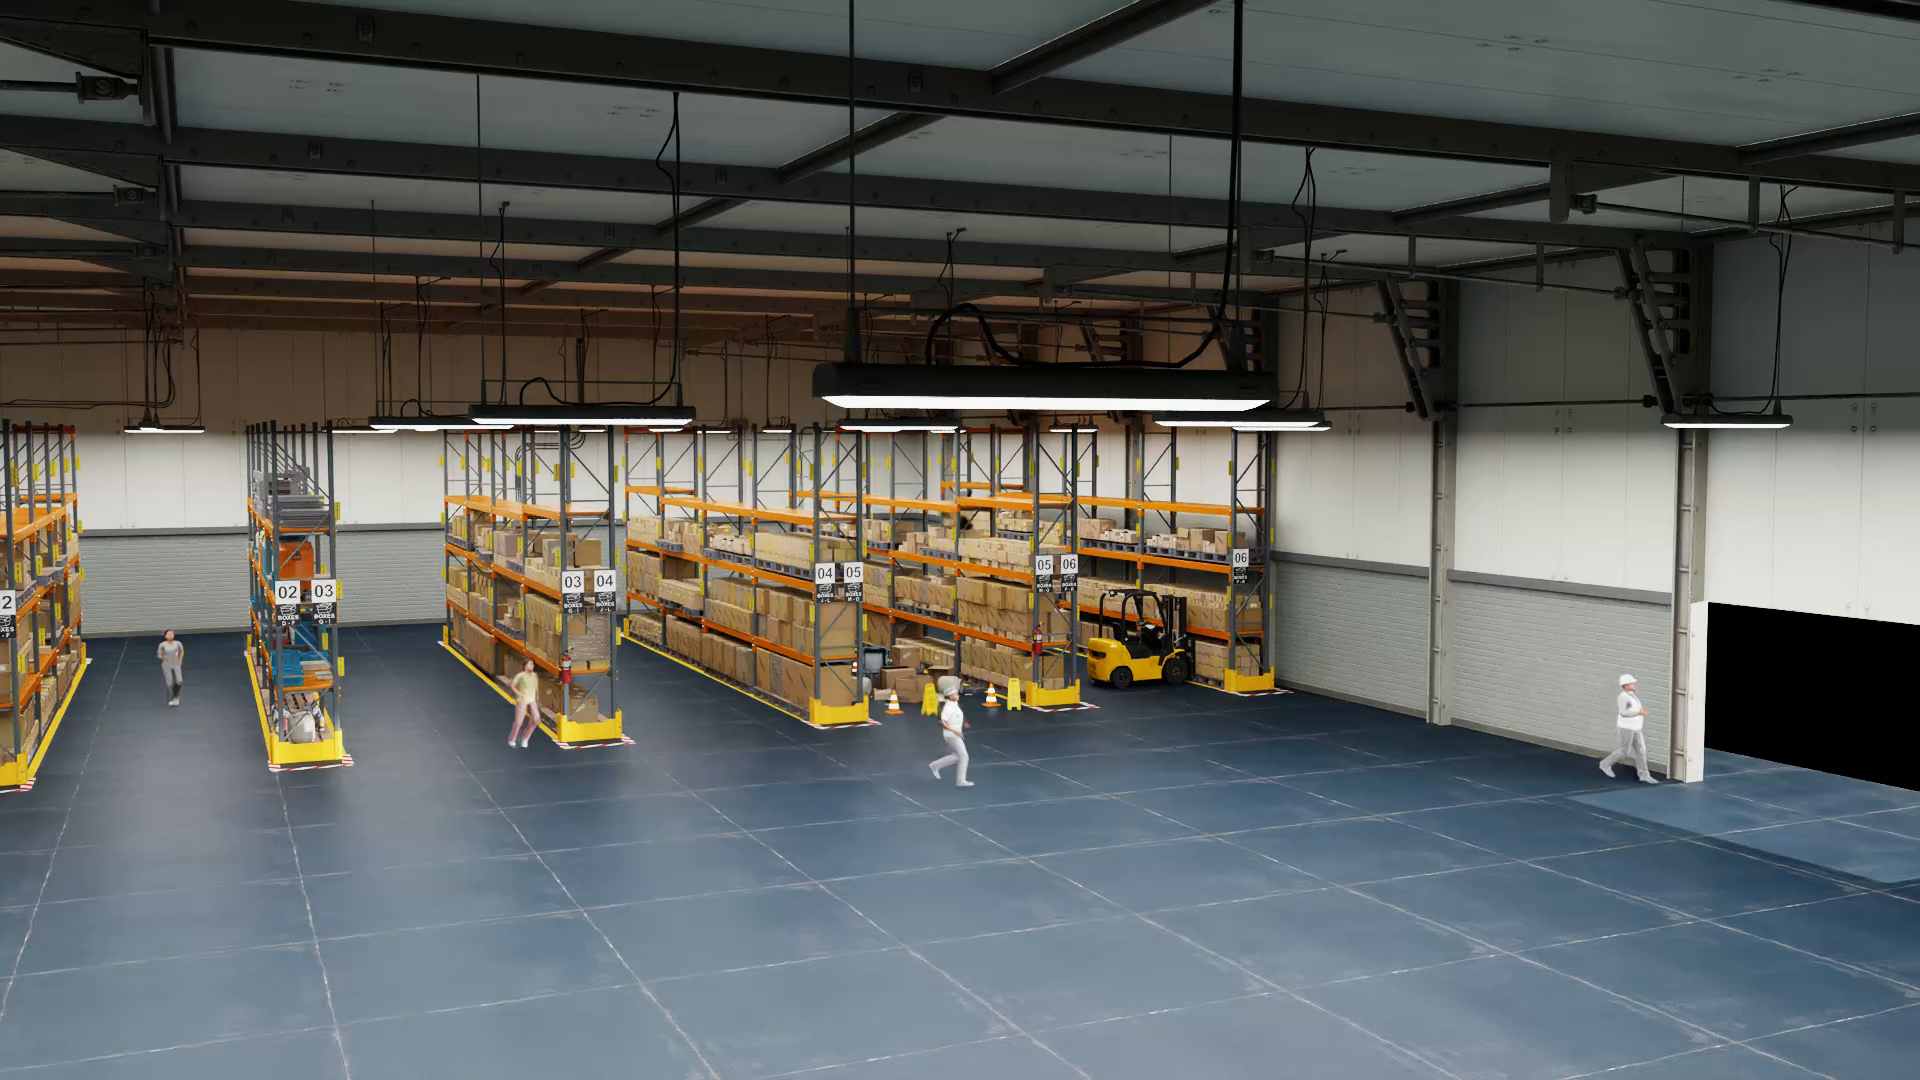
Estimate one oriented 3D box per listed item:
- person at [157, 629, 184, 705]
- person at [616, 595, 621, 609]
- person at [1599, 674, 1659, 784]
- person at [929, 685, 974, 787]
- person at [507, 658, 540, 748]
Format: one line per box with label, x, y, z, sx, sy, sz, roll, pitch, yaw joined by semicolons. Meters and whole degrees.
person;-16.645;2.696;35.137;0.544;1.629;0.605;-2;4;-34
person;-9.319;2.094;44.127;0.644;1.843;0.762;-1;4;-20
person;11.024;3.094;27.370;0.933;1.762;0.662;3;5;43
person;-0.141;3.191;27.156;0.730;1.661;0.584;0;4;6
person;-7.966;3.039;30.620;0.637;1.545;0.642;-3;5;-44
